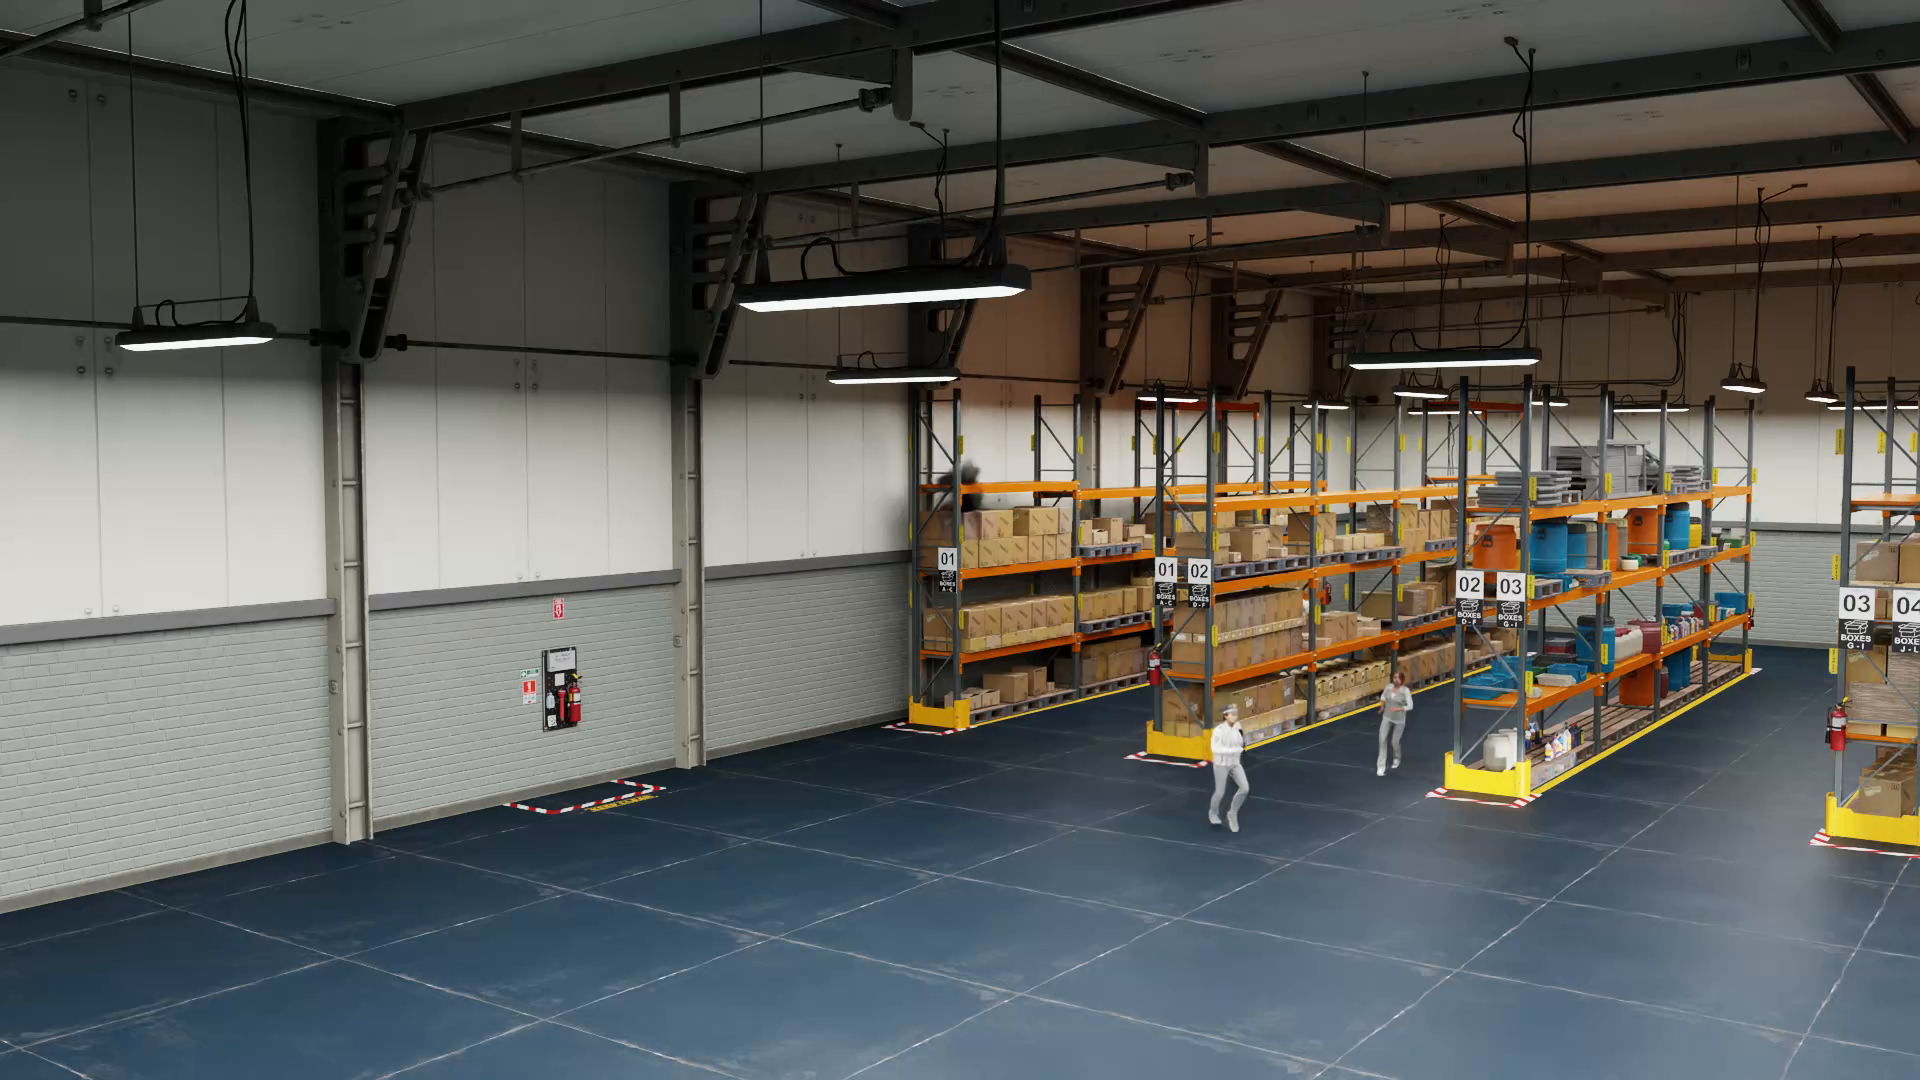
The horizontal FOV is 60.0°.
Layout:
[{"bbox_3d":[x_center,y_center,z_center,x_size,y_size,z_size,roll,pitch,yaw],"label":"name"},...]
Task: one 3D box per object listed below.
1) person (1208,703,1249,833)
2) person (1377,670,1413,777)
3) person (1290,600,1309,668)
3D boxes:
[{"bbox_3d":[3.475,2.930,21.559,0.641,1.684,0.792,-2,4,-28],"label":"person"},{"bbox_3d":[6.647,2.788,25.334,0.551,1.640,0.736,2,4,31],"label":"person"},{"bbox_3d":[7.607,1.967,37.463,0.686,1.773,0.886,2,4,36],"label":"person"}]
